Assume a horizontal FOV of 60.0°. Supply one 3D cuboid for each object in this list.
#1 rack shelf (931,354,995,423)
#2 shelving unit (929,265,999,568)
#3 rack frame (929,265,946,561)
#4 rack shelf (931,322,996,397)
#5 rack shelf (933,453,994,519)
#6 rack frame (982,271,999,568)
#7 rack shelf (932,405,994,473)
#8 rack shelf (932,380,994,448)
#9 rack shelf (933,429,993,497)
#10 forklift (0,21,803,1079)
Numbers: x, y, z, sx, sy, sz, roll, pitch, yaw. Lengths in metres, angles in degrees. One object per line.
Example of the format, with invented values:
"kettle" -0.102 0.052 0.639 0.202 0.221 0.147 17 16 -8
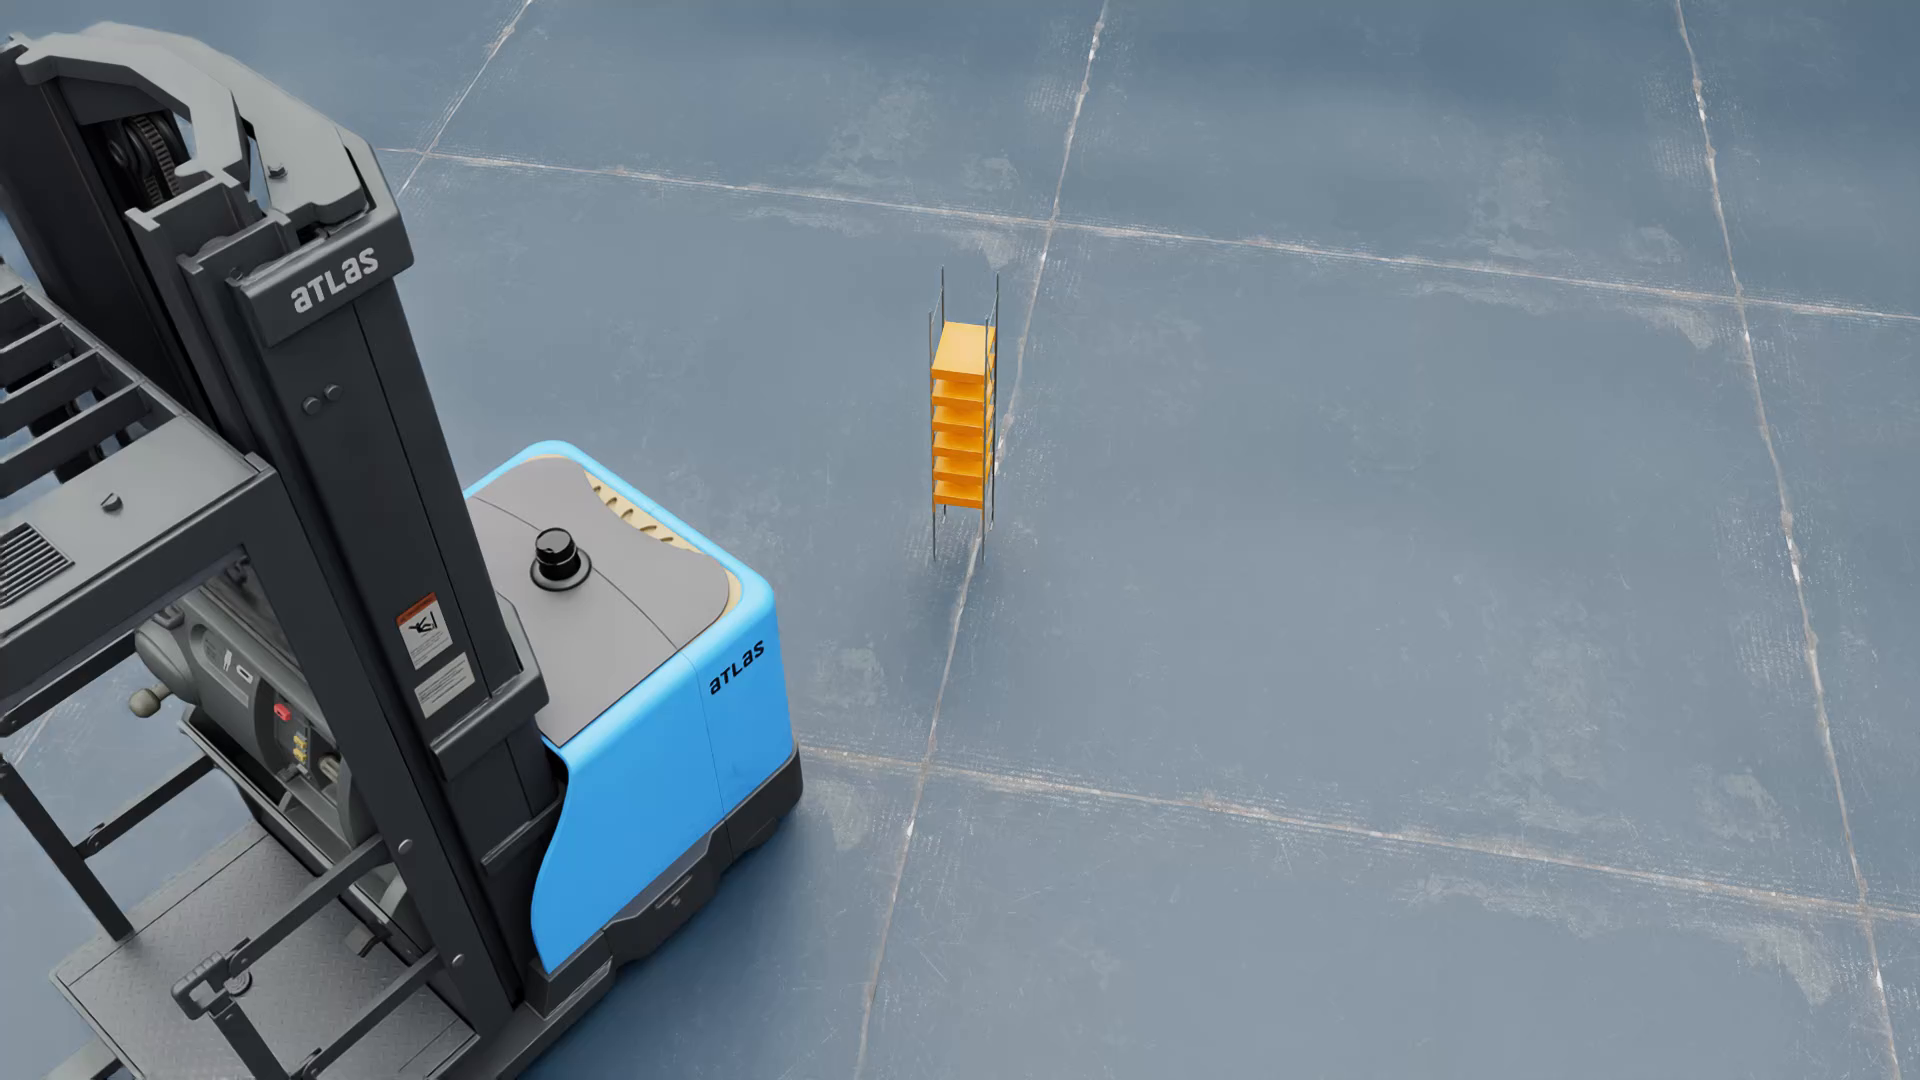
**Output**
"rack shelf" 0.014 -0.530 5.657 0.180 0.103 0.258 8 49 7
"shelving unit" 0.014 -0.399 5.802 0.189 1.200 0.258 8 49 7
"rack frame" -0.076 -0.411 5.813 0.006 1.200 0.240 8 49 7
"rack shelf" 0.014 -0.610 5.567 0.180 0.103 0.258 8 49 7
"rack shelf" 0.014 -0.209 6.014 0.180 0.103 0.258 8 49 7
"rack frame" 0.104 -0.387 5.791 0.006 1.200 0.240 8 49 7
"rack shelf" 0.014 -0.369 5.835 0.180 0.103 0.258 8 49 7
"rack shelf" 0.014 -0.450 5.746 0.180 0.103 0.258 8 49 7
"rack shelf" 0.014 -0.289 5.924 0.180 0.103 0.258 8 49 7
"forklift" -1.851 0.471 3.856 1.130 2.935 3.031 32 56 26
